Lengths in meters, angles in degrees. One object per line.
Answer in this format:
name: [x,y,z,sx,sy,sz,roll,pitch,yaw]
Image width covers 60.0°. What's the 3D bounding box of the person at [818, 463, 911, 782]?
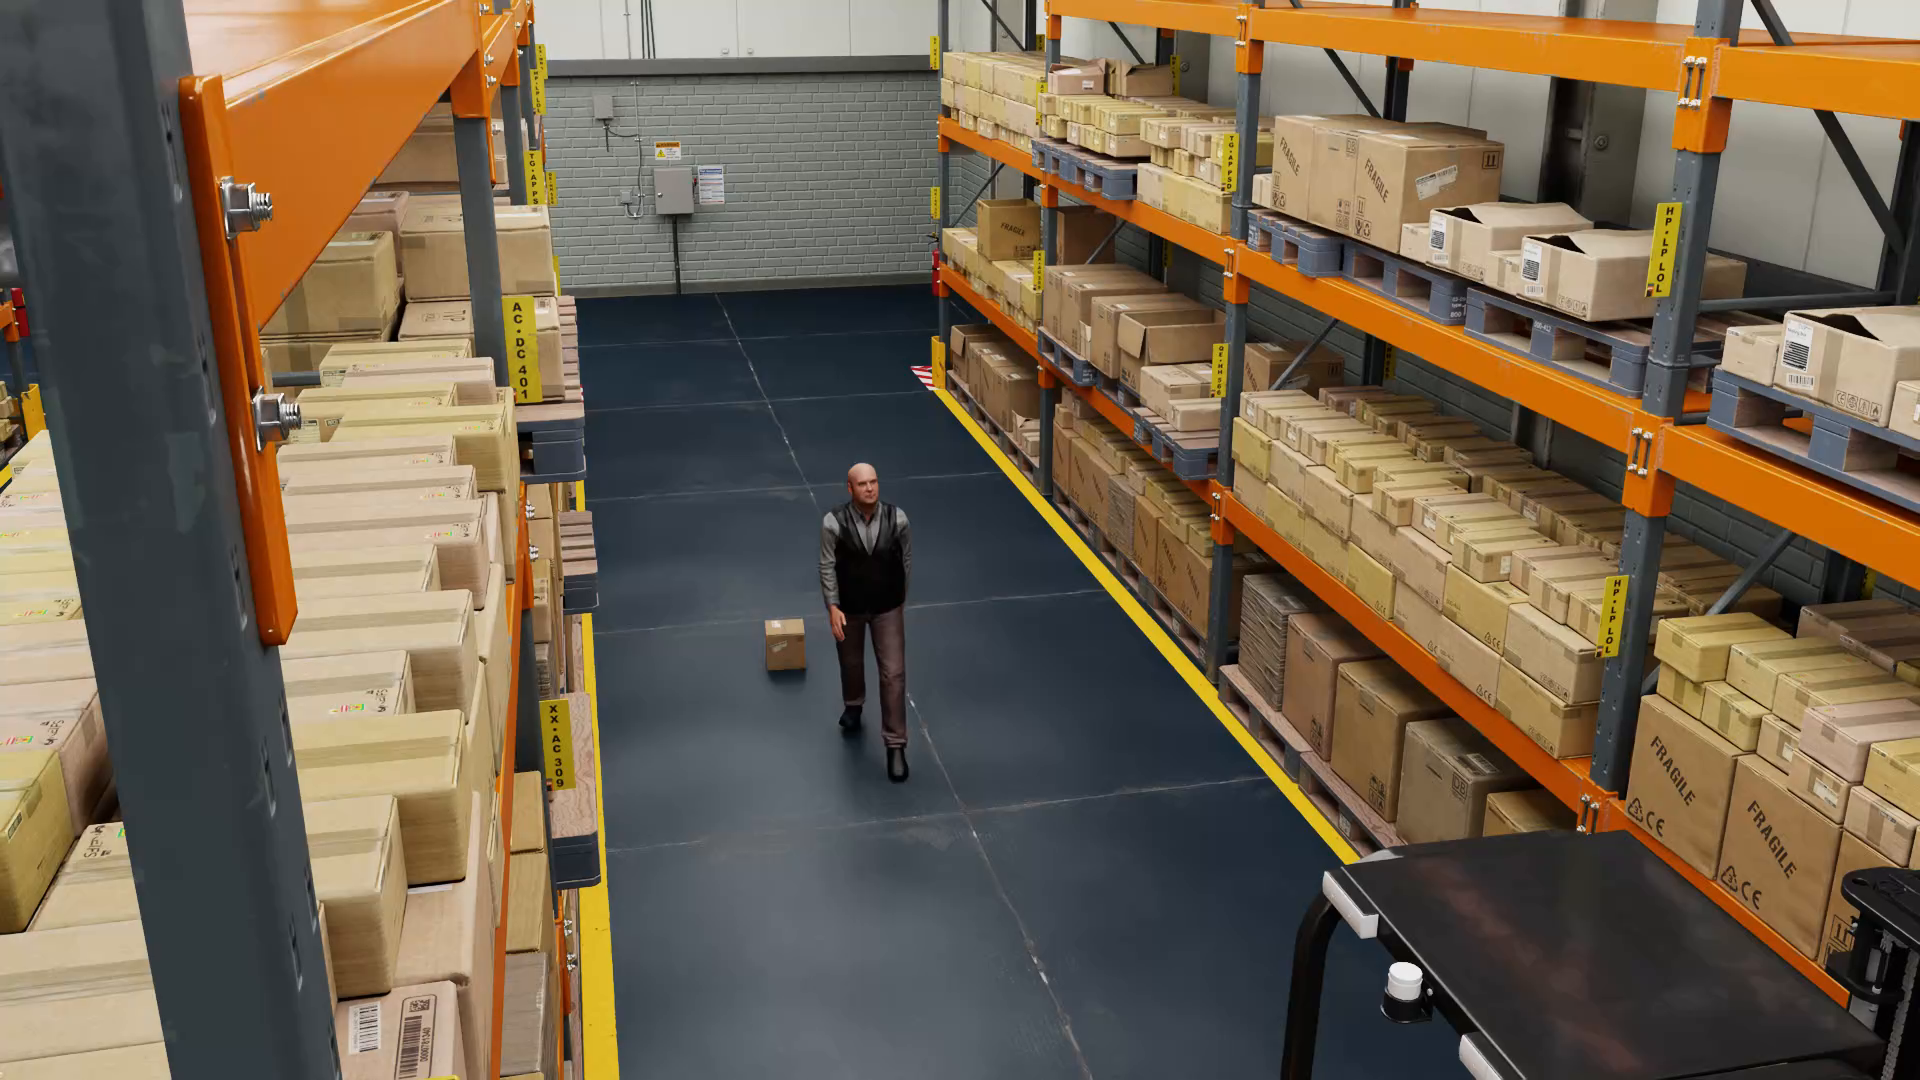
person: [-0.527,0.403,9.423,0.537,1.687,0.956,-2,20,-6]
